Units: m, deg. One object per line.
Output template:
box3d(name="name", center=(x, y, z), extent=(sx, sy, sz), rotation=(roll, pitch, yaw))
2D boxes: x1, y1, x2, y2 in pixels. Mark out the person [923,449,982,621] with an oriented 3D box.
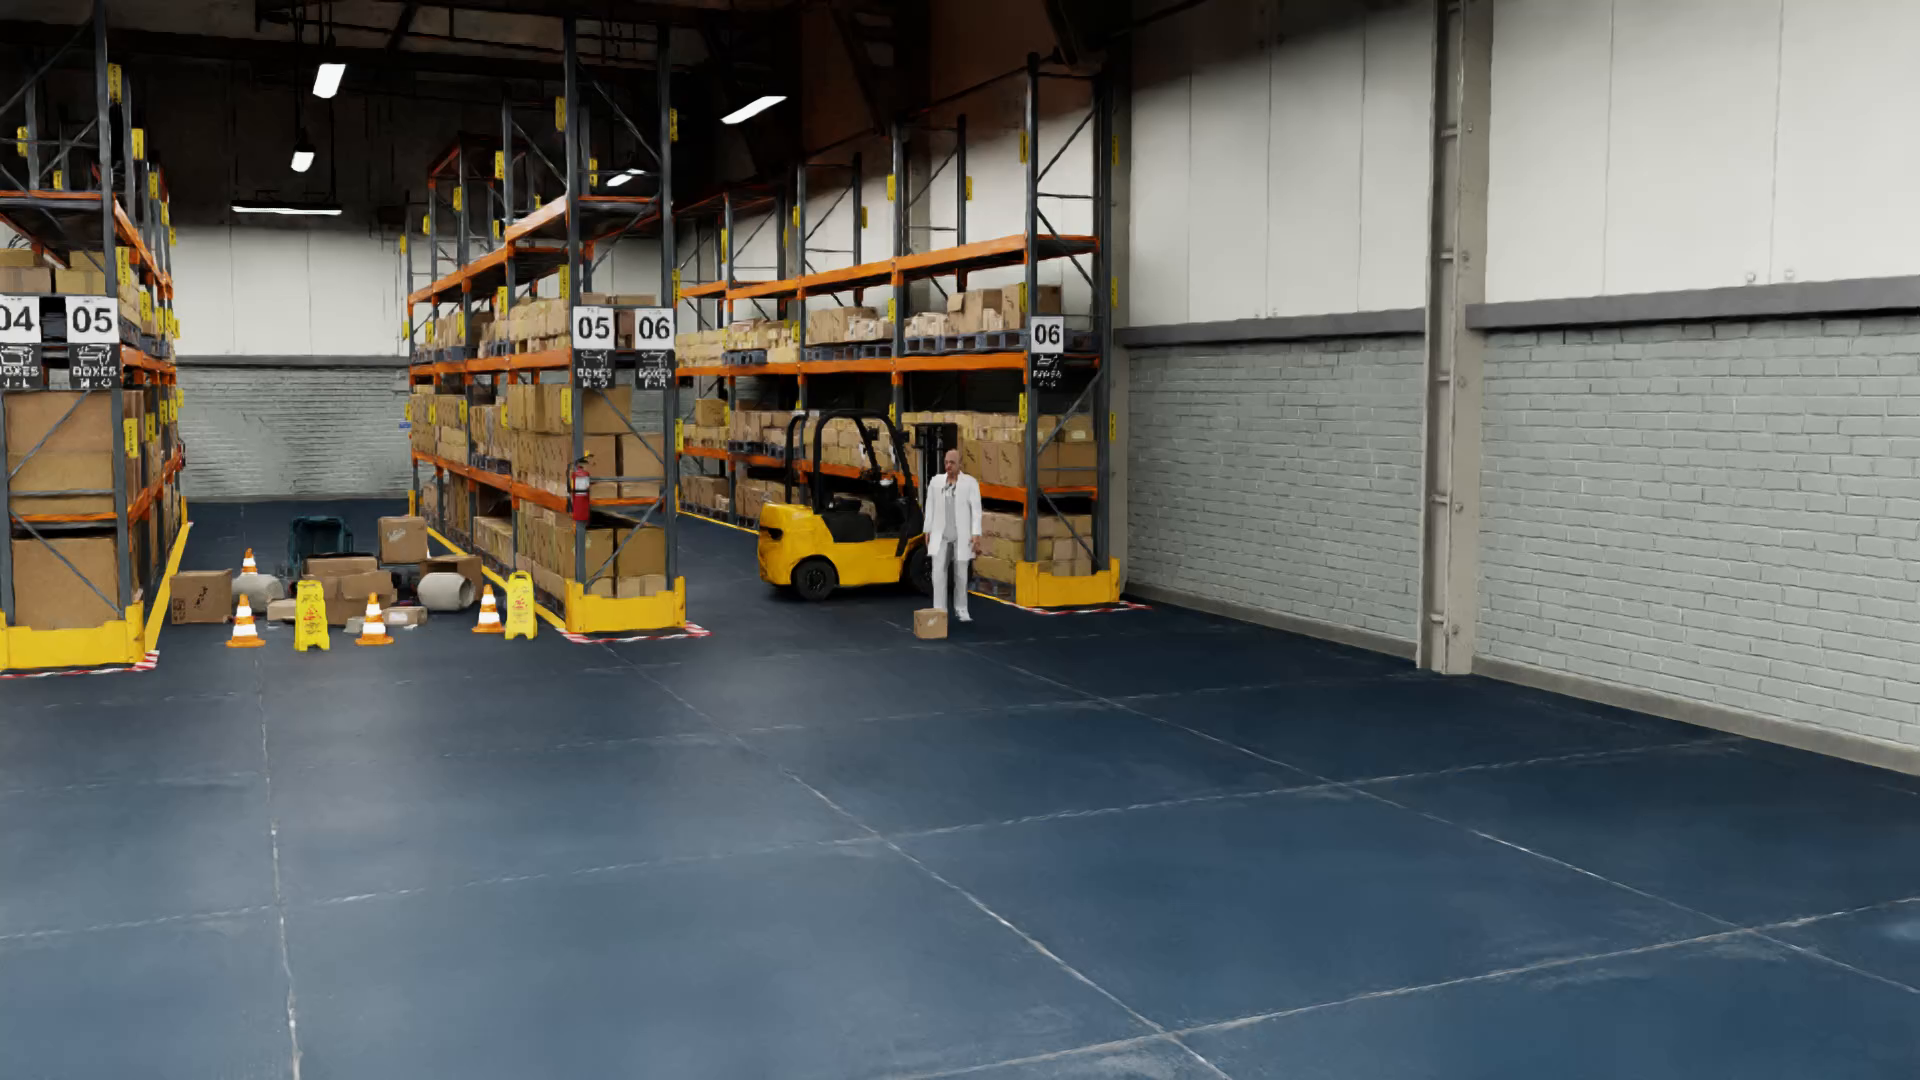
box3d(name="person", center=(-0.085, -0.031, 16.856), extent=(0.636, 1.774, 0.809), rotation=(1, 5, 7))
